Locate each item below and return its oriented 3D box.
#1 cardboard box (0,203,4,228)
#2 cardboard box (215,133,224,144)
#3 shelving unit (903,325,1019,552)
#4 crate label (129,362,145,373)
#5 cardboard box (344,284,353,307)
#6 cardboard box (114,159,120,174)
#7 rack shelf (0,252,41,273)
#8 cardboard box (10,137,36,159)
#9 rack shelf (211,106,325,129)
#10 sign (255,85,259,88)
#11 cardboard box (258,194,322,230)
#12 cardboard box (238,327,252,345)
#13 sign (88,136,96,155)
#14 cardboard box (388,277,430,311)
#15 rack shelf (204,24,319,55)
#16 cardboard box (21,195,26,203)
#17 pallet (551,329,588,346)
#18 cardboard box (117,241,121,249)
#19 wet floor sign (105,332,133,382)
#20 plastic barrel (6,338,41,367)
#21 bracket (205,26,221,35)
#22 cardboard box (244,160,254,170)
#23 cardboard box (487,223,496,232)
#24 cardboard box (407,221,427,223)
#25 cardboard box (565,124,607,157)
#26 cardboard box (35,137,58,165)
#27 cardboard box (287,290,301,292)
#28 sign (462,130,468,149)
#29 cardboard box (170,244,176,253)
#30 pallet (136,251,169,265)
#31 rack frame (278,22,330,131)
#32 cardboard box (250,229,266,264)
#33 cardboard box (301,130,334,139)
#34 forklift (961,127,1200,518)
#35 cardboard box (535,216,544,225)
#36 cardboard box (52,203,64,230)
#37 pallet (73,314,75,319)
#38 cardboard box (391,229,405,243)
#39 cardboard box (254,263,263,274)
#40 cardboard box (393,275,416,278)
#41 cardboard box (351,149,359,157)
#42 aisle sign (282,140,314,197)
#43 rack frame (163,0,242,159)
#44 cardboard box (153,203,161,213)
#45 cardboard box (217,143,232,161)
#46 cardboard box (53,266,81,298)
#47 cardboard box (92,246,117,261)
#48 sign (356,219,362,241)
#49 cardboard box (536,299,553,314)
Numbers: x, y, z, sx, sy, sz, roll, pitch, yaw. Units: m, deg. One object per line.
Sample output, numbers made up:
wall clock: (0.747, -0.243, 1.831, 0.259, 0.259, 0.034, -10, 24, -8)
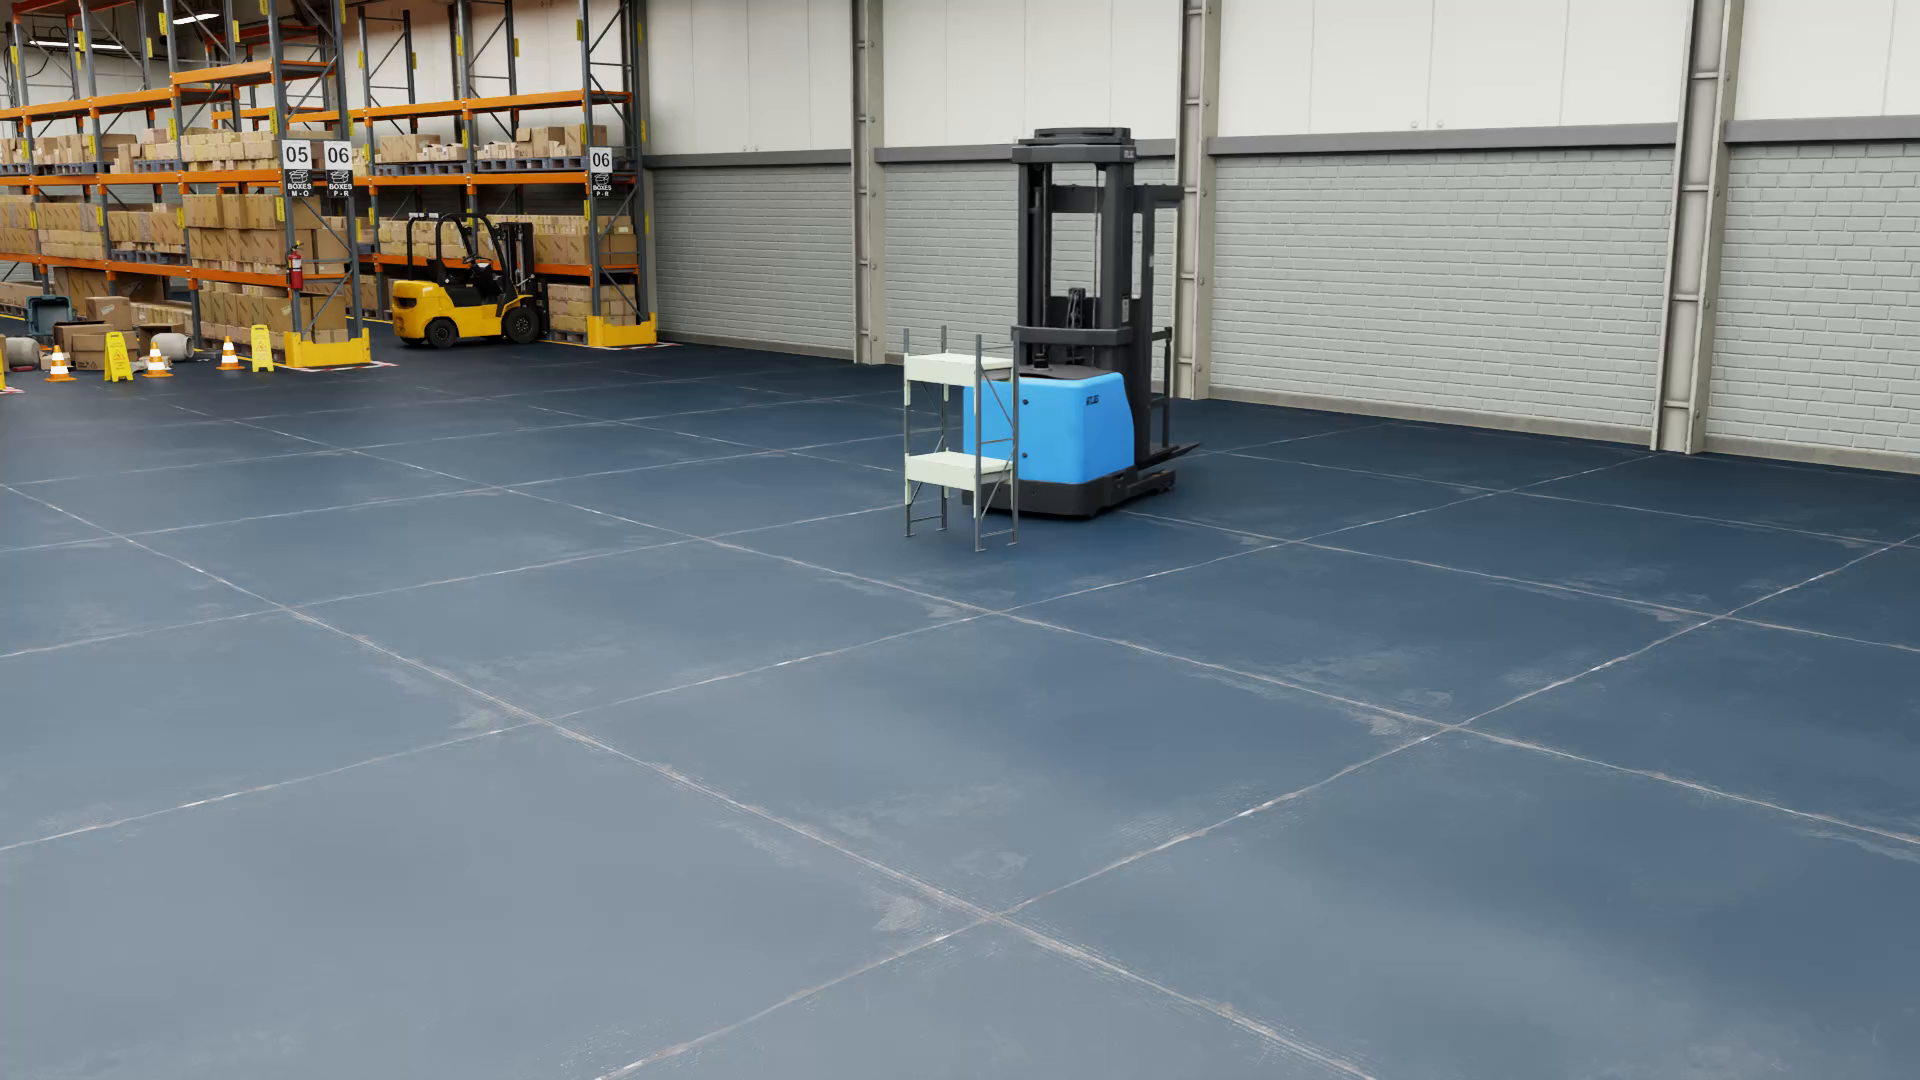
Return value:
cardboard box: (-19.435, -6.662, 34.089, 0.500, 0.500, 0.500, -11, 16, -43)
cardboard box: (-11.076, -6.093, 25.266, 0.380, 0.149, 0.250, -11, 16, -43)
shelving unit: (0.005, -0.734, 11.755, 0.431, 1.500, 0.755, -11, 16, -43)
crate label: (-11.619, -2.429, 23.364, 0.298, 0.136, 0.250, 3, 12, 16)
cardboard box: (-12.320, -5.070, 34.241, 0.500, 0.500, 0.500, -10, 15, -40)
cardboard box: (-14.488, -6.511, 28.978, 0.396, 0.266, 0.258, -11, 16, -43)
rack shelf: (-18.902, -5.738, 34.109, 1.077, 0.370, 4.000, -11, 16, -43)
cardboard box: (-18.475, -7.765, 33.188, 0.797, 0.503, 0.637, -9, 15, -38)
rack shelf: (-15.315, -9.366, 36.864, 1.077, 0.370, 4.000, -11, 16, -43)
sign: (-16.280, -10.622, 38.459, 0.100, 0.325, 0.005, -11, 16, -43)
cardboard box: (-9.744, -4.775, 24.193, 0.500, 0.500, 0.700, 11, 16, 44)
cardboard box: (-10.704, -3.138, 25.484, 0.500, 0.250, 0.500, 11, 16, 43)
sign: (-15.165, -6.899, 29.054, 0.100, 0.325, 0.005, -11, 16, -43)
cardboard box: (-10.750, -4.856, 32.893, 0.875, 0.625, 0.625, -10, 15, -41)
rack shelf: (-15.315, -10.996, 36.529, 1.077, 0.370, 4.000, -11, 16, -43)
cardboard box: (-18.420, -6.781, 33.057, 0.380, 0.149, 0.250, -11, 16, -43)
pallet: (-6.205, -3.479, 28.274, 1.003, 0.211, 1.213, -11, 16, -43)
cardboard box: (-14.668, -5.224, 29.414, 0.250, 0.149, 0.380, 11, 16, 42)
wet floor sign: (-11.292, -2.461, 22.256, 0.232, 0.644, 0.267, 8, 14, 35)
plastic barrel: (-13.614, -2.712, 24.027, 0.512, 0.421, 0.421, -1, 12, -4)
bracket: (-17.876, -12.184, 39.830, 0.235, 0.232, 0.430, -11, 16, -43)
cardboard box: (-10.370, -5.557, 24.640, 0.380, 0.149, 0.250, -11, 16, -43)
cardboard box: (-8.199, -5.569, 29.651, 0.380, 0.149, 0.250, -10, 16, -41)
cardboard box: (-10.398, -6.044, 31.959, 0.380, 0.149, 0.250, -11, 16, -42)
cardboard box: (-6.128, -6.542, 27.263, 0.500, 0.500, 0.500, -10, 15, -41)
cardboard box: (-17.122, -7.353, 31.444, 0.500, 0.500, 0.500, -11, 16, -44)
cardboard box: (-10.688, -3.659, 26.155, 0.500, 0.500, 0.500, -10, 15, -40)
sign: (-8.794, -7.122, 29.552, 0.100, 0.325, 0.005, -11, 16, -43)
cardboard box: (-12.720, -4.791, 27.313, 0.250, 0.149, 0.380, 11, 16, 43)
pallet: (-13.362, -4.837, 28.431, 1.003, 0.211, 1.213, -11, 16, -43)
rack frame: (-13.933, -9.429, 35.375, 1.000, 3.000, 0.127, -11, 16, -43)
cardboard box: (-10.150, -4.356, 24.635, 0.500, 0.500, 0.500, -11, 16, -42)
cardboard box: (-9.332, -5.864, 24.151, 0.380, 0.149, 0.250, -11, 16, -43)
forklift: (1.156, -1.859, 13.672, 1.130, 2.935, 3.031, 6, 13, 28)
cardboard box: (-7.000, -5.446, 28.321, 0.380, 0.149, 0.250, -10, 16, -41)
cardboard box: (-16.709, -6.088, 31.304, 0.500, 0.500, 0.500, 11, 16, 44)
pallet: (-16.933, -4.330, 32.406, 1.003, 0.211, 1.213, -11, 16, -43)
cardboard box: (-10.696, -5.906, 32.276, 0.500, 0.250, 0.500, -10, 15, -41)
cardboard box: (-10.263, -4.044, 24.728, 0.380, 0.149, 0.250, -11, 16, -42)
cardboard box: (-11.306, -5.325, 33.871, 0.380, 0.149, 0.250, -10, 15, -40)
cardboard box: (-11.948, -7.737, 33.244, 0.250, 0.149, 0.380, 11, 16, 43)
aisle sign: (-9.401, -5.270, 23.617, 0.394, 0.787, 0.004, -11, 16, -43)
rack frame: (-11.996, -7.569, 26.348, 1.000, 3.000, 0.127, -11, 16, -43)
cardboard box: (-13.170, -5.520, 27.637, 0.250, 0.149, 0.380, 11, 16, 43)
cardboard box: (-10.841, -5.847, 25.060, 0.500, 0.250, 0.500, -11, 16, -42)
cardboard box: (-17.035, -4.884, 32.407, 0.875, 0.875, 0.875, -10, 15, -41)
cardboard box: (-15.295, -5.178, 29.984, 0.500, 0.250, 0.500, 11, 16, 43)
sign: (-8.841, -4.546, 24.399, 0.100, 0.325, 0.005, -11, 16, -43)
cardboard box: (-6.919, -4.017, 28.512, 0.500, 0.250, 0.500, -11, 16, -44)
